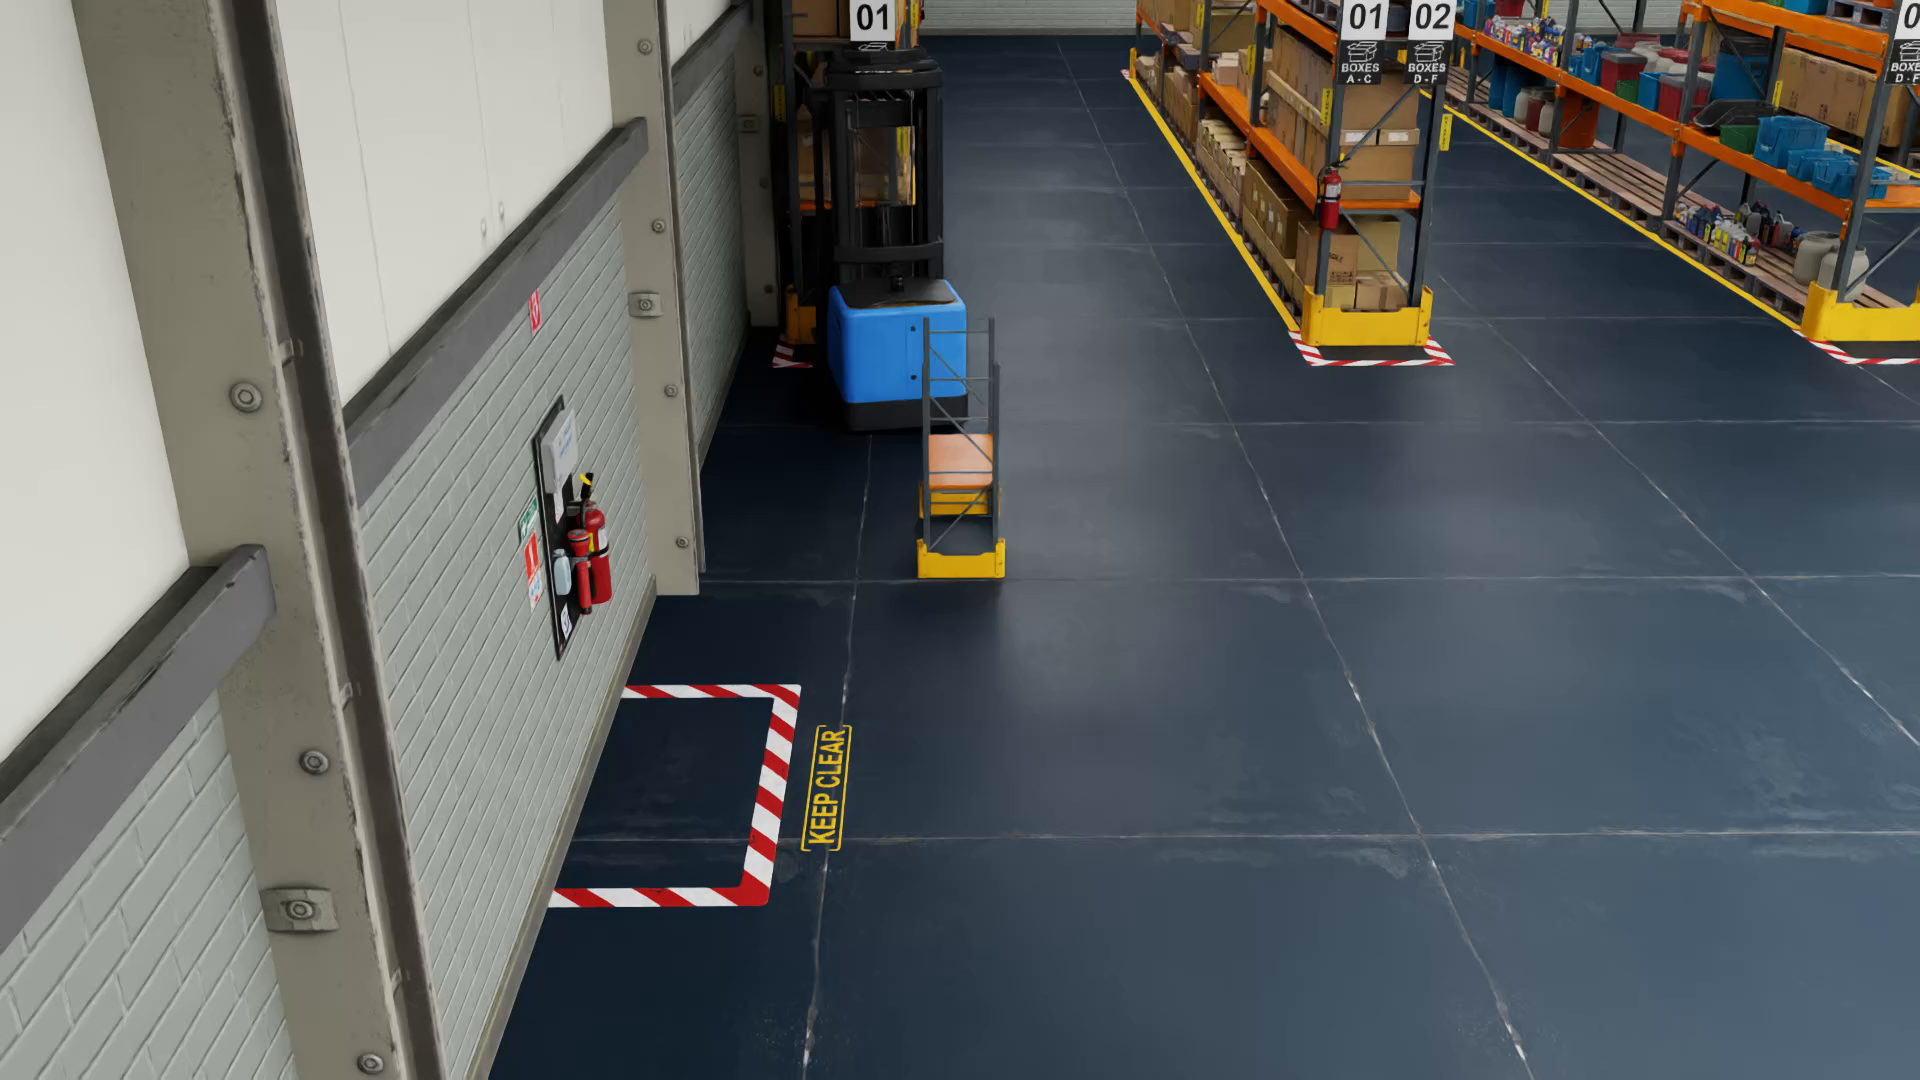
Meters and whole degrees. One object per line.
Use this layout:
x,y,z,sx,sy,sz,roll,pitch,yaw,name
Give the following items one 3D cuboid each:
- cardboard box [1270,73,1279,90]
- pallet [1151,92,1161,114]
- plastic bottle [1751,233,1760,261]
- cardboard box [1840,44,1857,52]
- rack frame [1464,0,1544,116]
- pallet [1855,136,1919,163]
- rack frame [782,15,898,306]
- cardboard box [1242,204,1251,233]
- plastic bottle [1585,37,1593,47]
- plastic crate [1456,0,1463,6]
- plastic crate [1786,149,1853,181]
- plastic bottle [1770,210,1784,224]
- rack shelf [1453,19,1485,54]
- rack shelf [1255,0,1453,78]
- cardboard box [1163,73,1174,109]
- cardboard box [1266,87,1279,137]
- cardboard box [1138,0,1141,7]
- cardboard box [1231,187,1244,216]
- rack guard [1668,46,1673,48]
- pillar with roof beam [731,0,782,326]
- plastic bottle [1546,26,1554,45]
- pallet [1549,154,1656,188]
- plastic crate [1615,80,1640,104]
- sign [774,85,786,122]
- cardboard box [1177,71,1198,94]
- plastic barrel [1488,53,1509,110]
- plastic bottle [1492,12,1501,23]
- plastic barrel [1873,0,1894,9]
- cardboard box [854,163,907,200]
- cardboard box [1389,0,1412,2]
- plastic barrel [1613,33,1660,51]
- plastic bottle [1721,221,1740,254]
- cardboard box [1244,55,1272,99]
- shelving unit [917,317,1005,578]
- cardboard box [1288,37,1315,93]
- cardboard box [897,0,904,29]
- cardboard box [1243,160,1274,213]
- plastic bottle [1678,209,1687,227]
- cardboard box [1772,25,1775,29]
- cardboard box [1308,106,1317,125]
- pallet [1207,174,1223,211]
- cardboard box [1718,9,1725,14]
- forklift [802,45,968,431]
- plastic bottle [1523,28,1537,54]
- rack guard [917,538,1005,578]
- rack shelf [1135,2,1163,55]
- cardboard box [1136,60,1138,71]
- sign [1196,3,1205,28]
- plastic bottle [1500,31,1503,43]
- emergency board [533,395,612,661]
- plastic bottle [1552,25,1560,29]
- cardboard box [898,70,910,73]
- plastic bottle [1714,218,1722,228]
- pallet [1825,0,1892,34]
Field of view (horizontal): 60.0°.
3.649,-5.073,18.417,0.380,0.149,0.250,0,24,0,cardboard box
3.743,-7.255,27.536,1.003,0.211,1.213,0,24,-1,pallet
8.506,-3.141,17.818,0.061,0.283,0.133,0,24,-1,plastic bottle
13.433,-7.515,24.604,0.500,0.500,0.500,0,24,0,cardboard box
8.703,-8.264,26.381,1.000,3.000,0.127,0,24,-1,rack frame
13.766,-5.692,24.080,1.003,0.211,1.213,0,24,-1,pallet
-1.073,-3.274,15.350,1.000,3.000,0.127,0,24,-1,rack frame
3.539,-3.693,19.101,0.500,0.250,0.500,0,24,-1,cardboard box
9.082,-7.125,24.020,0.097,0.271,0.097,0,24,0,plastic bottle
8.350,-9.094,28.347,0.416,0.233,0.300,0,24,-1,plastic crate
8.527,-3.724,16.524,0.499,0.251,0.408,0,24,-1,plastic crate
9.091,-3.484,18.495,0.144,0.351,0.185,0,24,-1,plastic bottle
8.681,-8.760,28.352,1.077,0.370,4.000,0,24,-1,rack shelf
3.859,-5.161,16.755,1.077,0.370,4.000,0,24,-1,rack shelf
3.511,-7.104,26.317,0.500,0.500,0.500,-1,24,-3,cardboard box
3.848,-4.809,18.622,0.700,0.500,0.500,-1,24,-2,cardboard box
3.447,-9.753,29.552,0.500,0.500,0.500,0,24,1,cardboard box
3.542,-4.055,19.902,0.500,0.250,0.500,0,24,-1,cardboard box
13.611,-8.805,30.612,1.175,0.500,0.348,0,24,-1,rack guard
2.359,-6.312,14.786,9.100,9.000,0.400,0,24,-1,pillar with roof beam
8.917,-7.622,25.119,0.097,0.271,0.097,0,24,0,plastic bottle
8.716,-5.026,22.605,1.003,0.211,1.213,0,24,-1,pallet
8.489,-5.587,20.720,0.450,0.188,0.662,0,24,-1,plastic crate
-1.628,-3.952,15.059,0.100,0.325,0.005,0,24,-1,sign
3.528,-6.827,24.794,0.500,0.250,0.500,-1,24,-2,cardboard box
8.691,-7.275,26.231,0.600,0.901,0.708,0,24,-1,plastic barrel
8.383,-8.078,26.031,0.144,0.351,0.185,0,24,-1,plastic bottle
8.701,-5.272,15.097,0.600,0.830,0.708,0,24,-1,plastic barrel
-0.761,-3.418,15.824,0.500,0.250,0.500,-1,24,-2,cardboard box
3.878,-5.204,15.171,0.797,0.503,0.637,1,24,3,cardboard box
9.054,-6.488,22.289,0.600,0.536,0.708,0,24,-1,plastic barrel
8.392,-3.297,18.080,0.144,0.351,0.185,1,24,2,plastic bottle
3.833,-5.732,20.662,0.500,0.500,0.500,0,24,0,cardboard box
0.001,-0.652,11.371,0.587,1.500,1.083,0,24,-1,shelving unit
3.859,-4.986,17.438,0.700,0.500,0.500,0,24,-1,cardboard box
-0.797,-5.056,15.504,0.500,0.500,0.500,1,24,3,cardboard box
3.529,-4.034,18.947,0.500,0.500,0.500,0,24,-1,cardboard box
8.356,-3.718,19.191,0.097,0.201,0.097,0,24,0,plastic bottle
13.324,-8.296,26.757,0.380,0.149,0.250,0,24,0,cardboard box
3.675,-4.221,16.534,0.380,0.149,0.250,0,24,1,cardboard box
3.773,-4.483,21.407,1.003,0.211,1.213,0,24,-1,pallet
13.302,-9.142,28.629,0.380,0.149,0.250,-1,24,-1,cardboard box
-0.734,-2.801,14.386,1.130,2.935,3.031,-5,25,-11,forklift
8.343,-7.294,24.298,0.144,0.351,0.185,0,24,-1,plastic bottle
0.006,0.123,11.175,0.587,0.250,0.087,0,24,-1,rack guard
3.728,-8.739,28.306,1.077,0.370,4.000,0,24,-1,rack shelf
3.369,-8.524,29.860,0.380,0.166,0.250,0,24,-1,cardboard box
3.251,-7.080,22.455,0.100,0.325,0.005,0,24,-1,sign
8.307,-7.702,25.380,0.097,0.201,0.097,0,24,0,plastic bottle
-1.891,-0.068,8.261,0.194,1.169,0.643,0,24,-1,emergency board
9.040,-7.688,25.259,0.152,0.276,0.135,0,24,-1,plastic bottle
-0.791,-4.806,17.984,0.500,0.500,0.500,0,24,-1,cardboard box
8.425,-3.452,18.519,0.097,0.271,0.097,0,24,0,plastic bottle
8.922,-4.941,15.624,1.003,0.211,1.213,0,24,-1,pallet
